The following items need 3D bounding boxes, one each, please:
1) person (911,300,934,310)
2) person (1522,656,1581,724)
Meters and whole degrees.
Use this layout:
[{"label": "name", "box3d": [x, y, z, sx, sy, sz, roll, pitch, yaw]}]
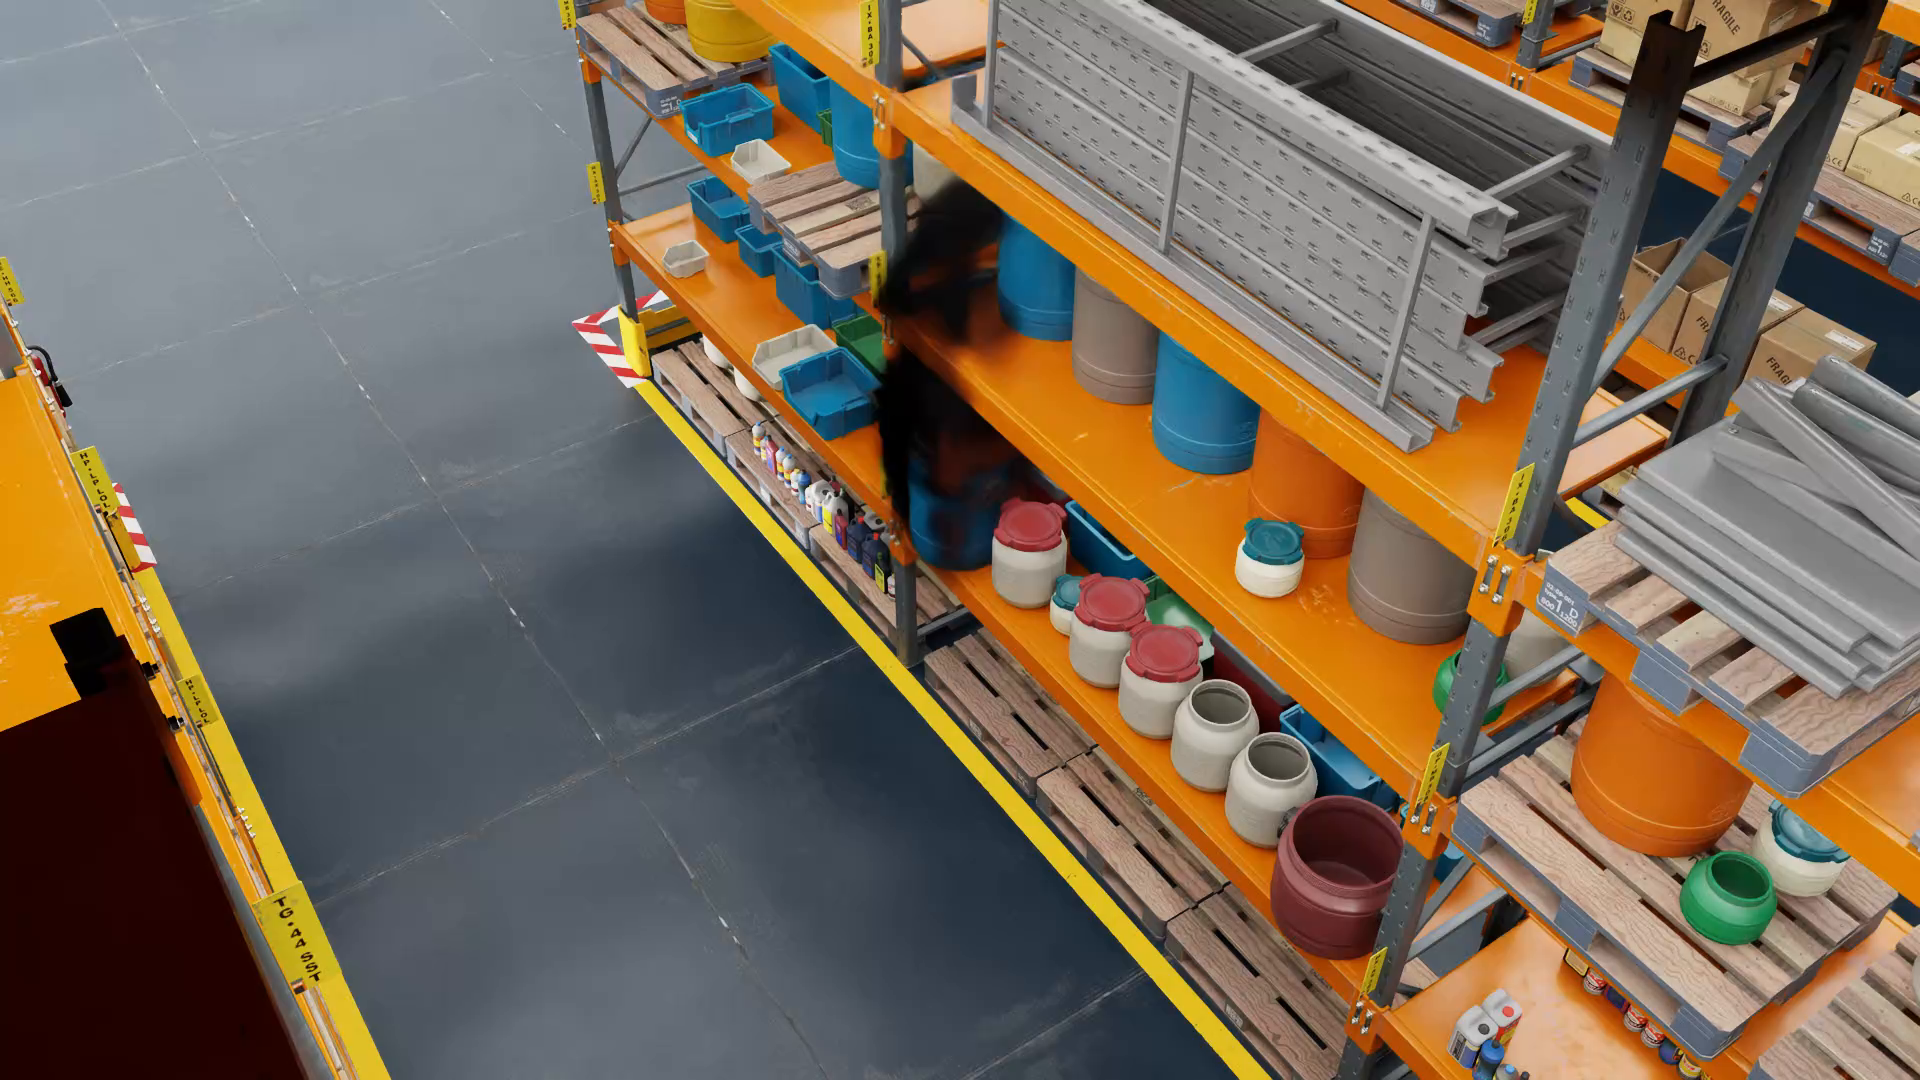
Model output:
[{"label": "person", "box3d": [-0.442, -2.548, 12.880, 0.594, 1.658, 0.561, 27, 49, 26]}, {"label": "person", "box3d": [3.533, 0.598, 9.351, 0.930, 1.820, 0.687, 32, 52, 30]}]
